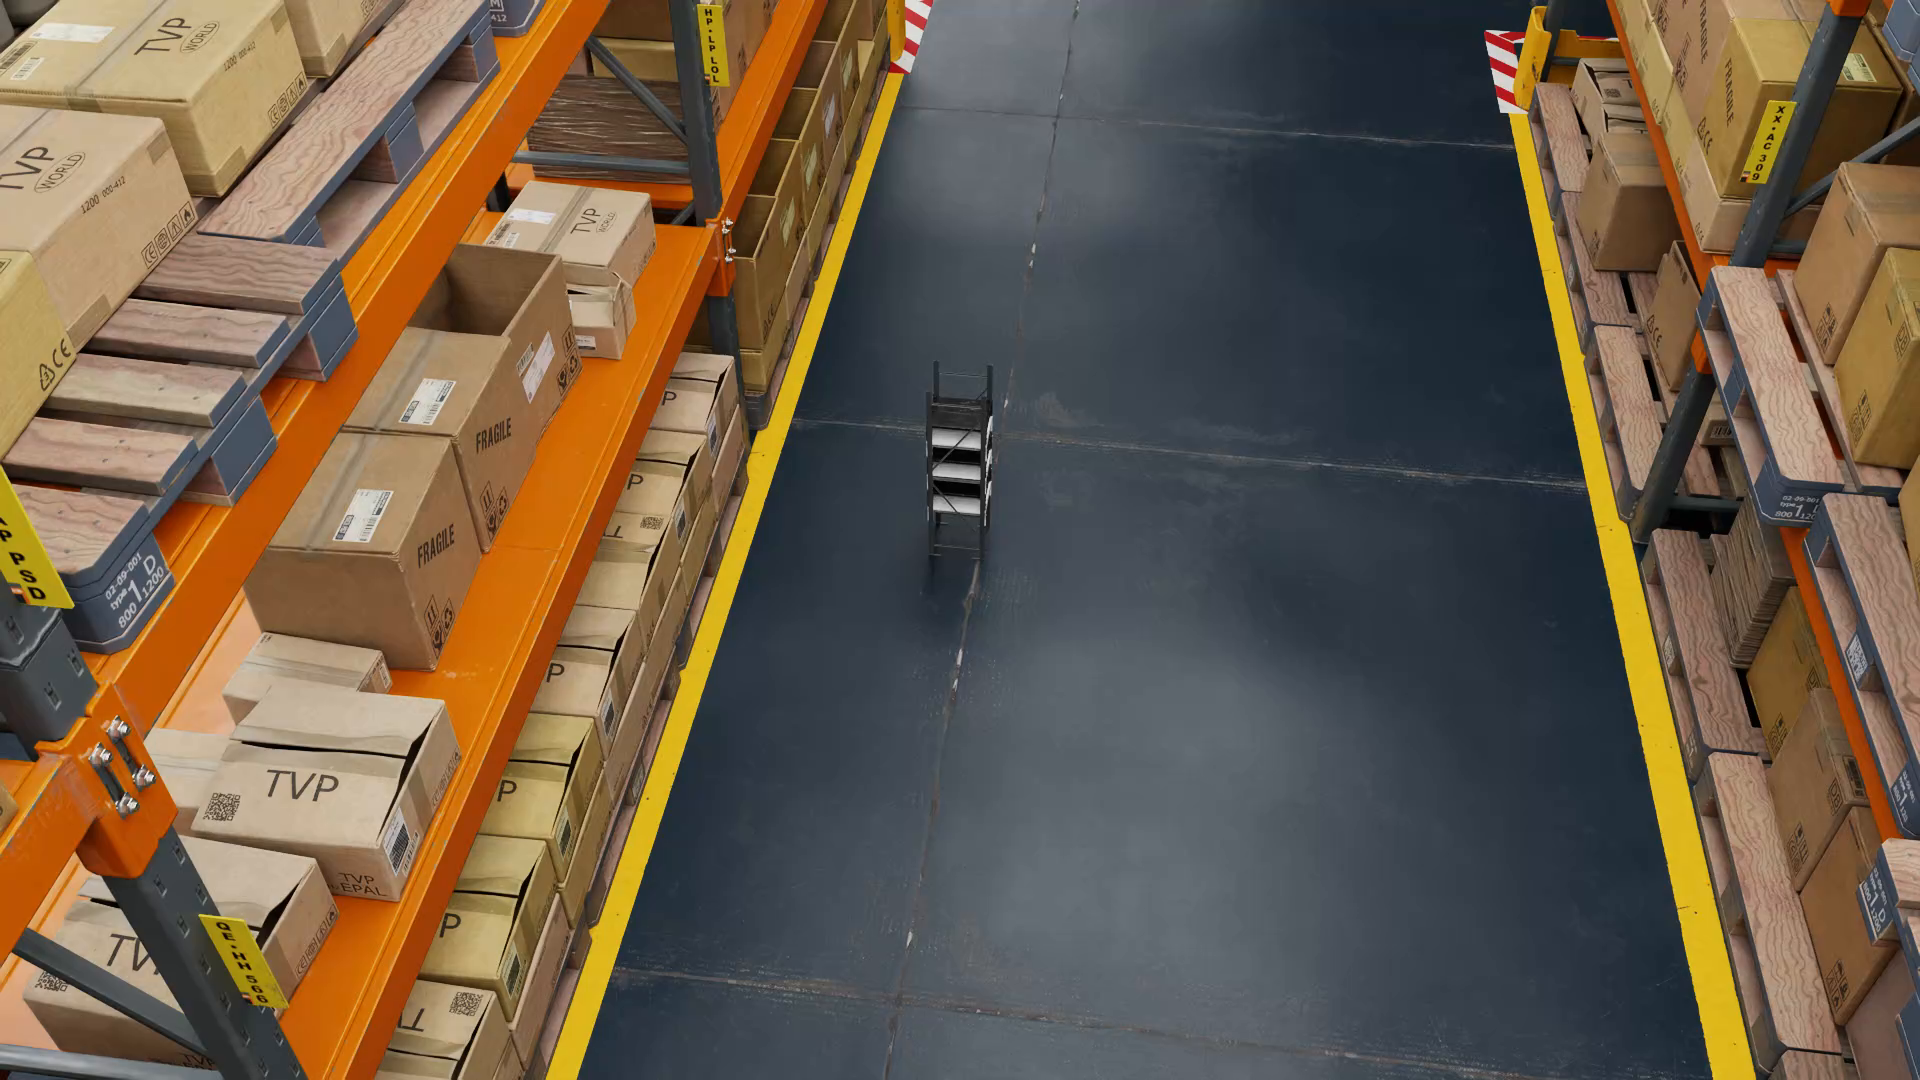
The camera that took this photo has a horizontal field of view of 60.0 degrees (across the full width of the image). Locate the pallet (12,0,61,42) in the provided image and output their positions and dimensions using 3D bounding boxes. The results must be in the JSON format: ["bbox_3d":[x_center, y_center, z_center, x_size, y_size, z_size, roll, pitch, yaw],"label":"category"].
[{"bbox_3d":[-5.928,-3.071,10.362,1.003,0.211,1.213,5,44,6],"label":"pallet"}]

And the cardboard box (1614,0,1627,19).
[{"bbox_3d":[3.461,-2.739,8.078,0.500,0.250,0.500,5,44,5],"label":"cardboard box"}]

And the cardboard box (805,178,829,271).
[{"bbox_3d":[-0.968,-1.637,8.514,0.500,0.250,0.500,5,44,6],"label":"cardboard box"}]

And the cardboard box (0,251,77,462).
[{"bbox_3d":[-1.996,-0.289,3.018,0.500,0.250,0.500,2,43,2],"label":"cardboard box"}]

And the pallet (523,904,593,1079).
[{"bbox_3d":[-1.853,1.667,5.358,1.003,0.211,1.213,5,44,6],"label":"pallet"}]

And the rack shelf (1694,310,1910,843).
[{"bbox_3d":[3.175,0.558,5.024,1.077,0.370,4.000,5,44,6],"label":"rack shelf"}]

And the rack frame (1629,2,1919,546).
[{"bbox_3d":[3.439,-1.066,6.216,1.000,3.000,0.127,5,44,6],"label":"rack frame"}]

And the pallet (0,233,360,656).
[{"bbox_3d":[-1.999,-0.279,3.341,1.213,0.211,1.003,7,44,7],"label":"pallet"}]

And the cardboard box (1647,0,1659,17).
[{"bbox_3d":[3.401,-2.679,7.469,0.500,0.500,0.500,6,44,7],"label":"cardboard box"}]

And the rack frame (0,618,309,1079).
[{"bbox_3d":[-2.001,1.212,3.810,1.000,3.000,0.127,5,44,6],"label":"rack frame"}]

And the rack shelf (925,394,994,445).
[{"bbox_3d":[-0.001,-0.493,6.794,0.258,0.077,0.200,5,44,6],"label":"rack shelf"}]

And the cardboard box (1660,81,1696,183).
[{"bbox_3d":[3.275,-1.708,6.989,0.500,0.250,0.500,5,44,6],"label":"cardboard box"}]

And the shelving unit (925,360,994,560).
[{"bbox_3d":[-0.001,-0.321,6.957,0.258,0.900,0.210,5,44,6],"label":"shelving unit"}]

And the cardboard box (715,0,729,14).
[{"bbox_3d":[-1.179,-2.298,6.973,0.380,0.149,0.250,4,44,4],"label":"cardboard box"}]

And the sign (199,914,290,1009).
[{"bbox_3d":[-1.461,0.863,3.394,0.100,0.325,0.005,5,44,6],"label":"sign"}]

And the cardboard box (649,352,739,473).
[{"bbox_3d":[-1.241,-0.569,6.978,0.500,0.311,0.500,5,44,6],"label":"cardboard box"}]

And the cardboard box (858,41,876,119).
[{"bbox_3d":[-0.775,-2.660,9.594,0.500,0.250,0.500,5,44,6],"label":"cardboard box"}]

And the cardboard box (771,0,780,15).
[{"bbox_3d":[-1.219,-2.904,8.085,0.700,0.500,0.500,6,44,7],"label":"cardboard box"}]

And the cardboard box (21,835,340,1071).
[{"bbox_3d":[-1.909,1.001,4.098,0.500,0.311,0.500,8,44,8],"label":"cardboard box"}]

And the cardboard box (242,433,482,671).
[{"bbox_3d":[-1.795,0.031,4.985,0.500,0.500,0.500,3,44,3],"label":"cardboard box"}]

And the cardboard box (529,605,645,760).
[{"bbox_3d":[-1.442,0.468,5.883,0.500,0.311,0.500,5,44,5],"label":"cardboard box"}]

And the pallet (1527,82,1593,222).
[{"bbox_3d":[3.815,-2.177,9.418,1.003,0.211,1.213,5,44,6],"label":"pallet"}]

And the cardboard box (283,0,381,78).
[{"bbox_3d":[-1.785,-1.404,4.195,0.500,0.250,0.500,2,43,2],"label":"cardboard box"}]

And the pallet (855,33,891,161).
[{"bbox_3d":[-1.002,-2.702,9.973,1.003,0.211,1.213,5,44,6],"label":"pallet"}]

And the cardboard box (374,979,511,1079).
[{"bbox_3d":[-1.640,1.524,4.767,0.500,0.311,0.500,7,44,7],"label":"cardboard box"}]

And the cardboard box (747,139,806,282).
[{"bbox_3d":[-1.042,-1.569,7.897,0.500,0.500,0.500,5,44,6],"label":"cardboard box"}]

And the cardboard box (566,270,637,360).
[{"bbox_3d":[-1.406,-0.849,6.085,0.396,0.266,0.258,4,44,4],"label":"cardboard box"}]

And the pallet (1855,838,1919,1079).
[{"bbox_3d":[2.899,1.234,3.926,1.213,0.211,1.003,5,44,6],"label":"pallet"}]

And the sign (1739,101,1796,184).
[{"bbox_3d":[2.900,-1.425,5.965,0.100,0.325,0.005,5,44,6],"label":"sign"}]

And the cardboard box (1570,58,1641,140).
[{"bbox_3d":[3.787,-2.512,9.379,0.500,0.311,0.500,1,43,1],"label":"cardboard box"}]

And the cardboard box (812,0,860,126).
[{"bbox_3d":[-0.837,-2.591,8.976,0.500,0.500,0.500,5,44,6],"label":"cardboard box"}]

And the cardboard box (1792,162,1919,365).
[{"bbox_3d":[3.338,-0.918,5.668,0.700,0.500,0.500,5,44,6],"label":"cardboard box"}]

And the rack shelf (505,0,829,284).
[{"bbox_3d":[-1.207,-2.616,8.376,1.077,0.370,4.000,5,44,6],"label":"rack shelf"}]

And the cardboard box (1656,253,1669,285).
[{"bbox_3d":[3.670,-1.279,8.195,0.380,0.149,0.250,2,43,2],"label":"cardboard box"}]

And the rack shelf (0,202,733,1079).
[{"bbox_3d":[-1.736,0.110,5.497,1.077,0.370,4.000,5,44,6],"label":"rack shelf"}]

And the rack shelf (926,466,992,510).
[{"bbox_3d":[-0.001,-0.232,7.042,0.258,0.077,0.200,5,44,6],"label":"rack shelf"}]

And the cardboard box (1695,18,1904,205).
[{"bbox_3d":[3.195,-1.641,6.373,0.500,0.500,0.500,5,44,5],"label":"cardboard box"}]

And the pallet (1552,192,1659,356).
[{"bbox_3d":[3.652,-1.348,8.543,1.003,0.211,1.213,5,44,6],"label":"pallet"}]

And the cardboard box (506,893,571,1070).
[{"bbox_3d":[-1.575,1.385,5.322,0.500,0.250,0.500,4,44,4],"label":"cardboard box"}]

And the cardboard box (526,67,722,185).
[{"bbox_3d":[-1.419,-1.853,6.975,0.700,0.500,0.500,4,44,4],"label":"cardboard box"}]

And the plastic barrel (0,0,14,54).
[{"bbox_3d":[-5.930,-3.145,9.916,0.421,0.512,0.421,0,43,0],"label":"plastic barrel"}]

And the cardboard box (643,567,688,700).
[{"bbox_3d":[-1.375,0.334,6.432,0.500,0.250,0.500,6,44,6],"label":"cardboard box"}]

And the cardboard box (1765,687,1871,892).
[{"bbox_3d":[3.232,0.886,5.653,0.700,0.500,0.500,6,44,6],"label":"cardboard box"}]
